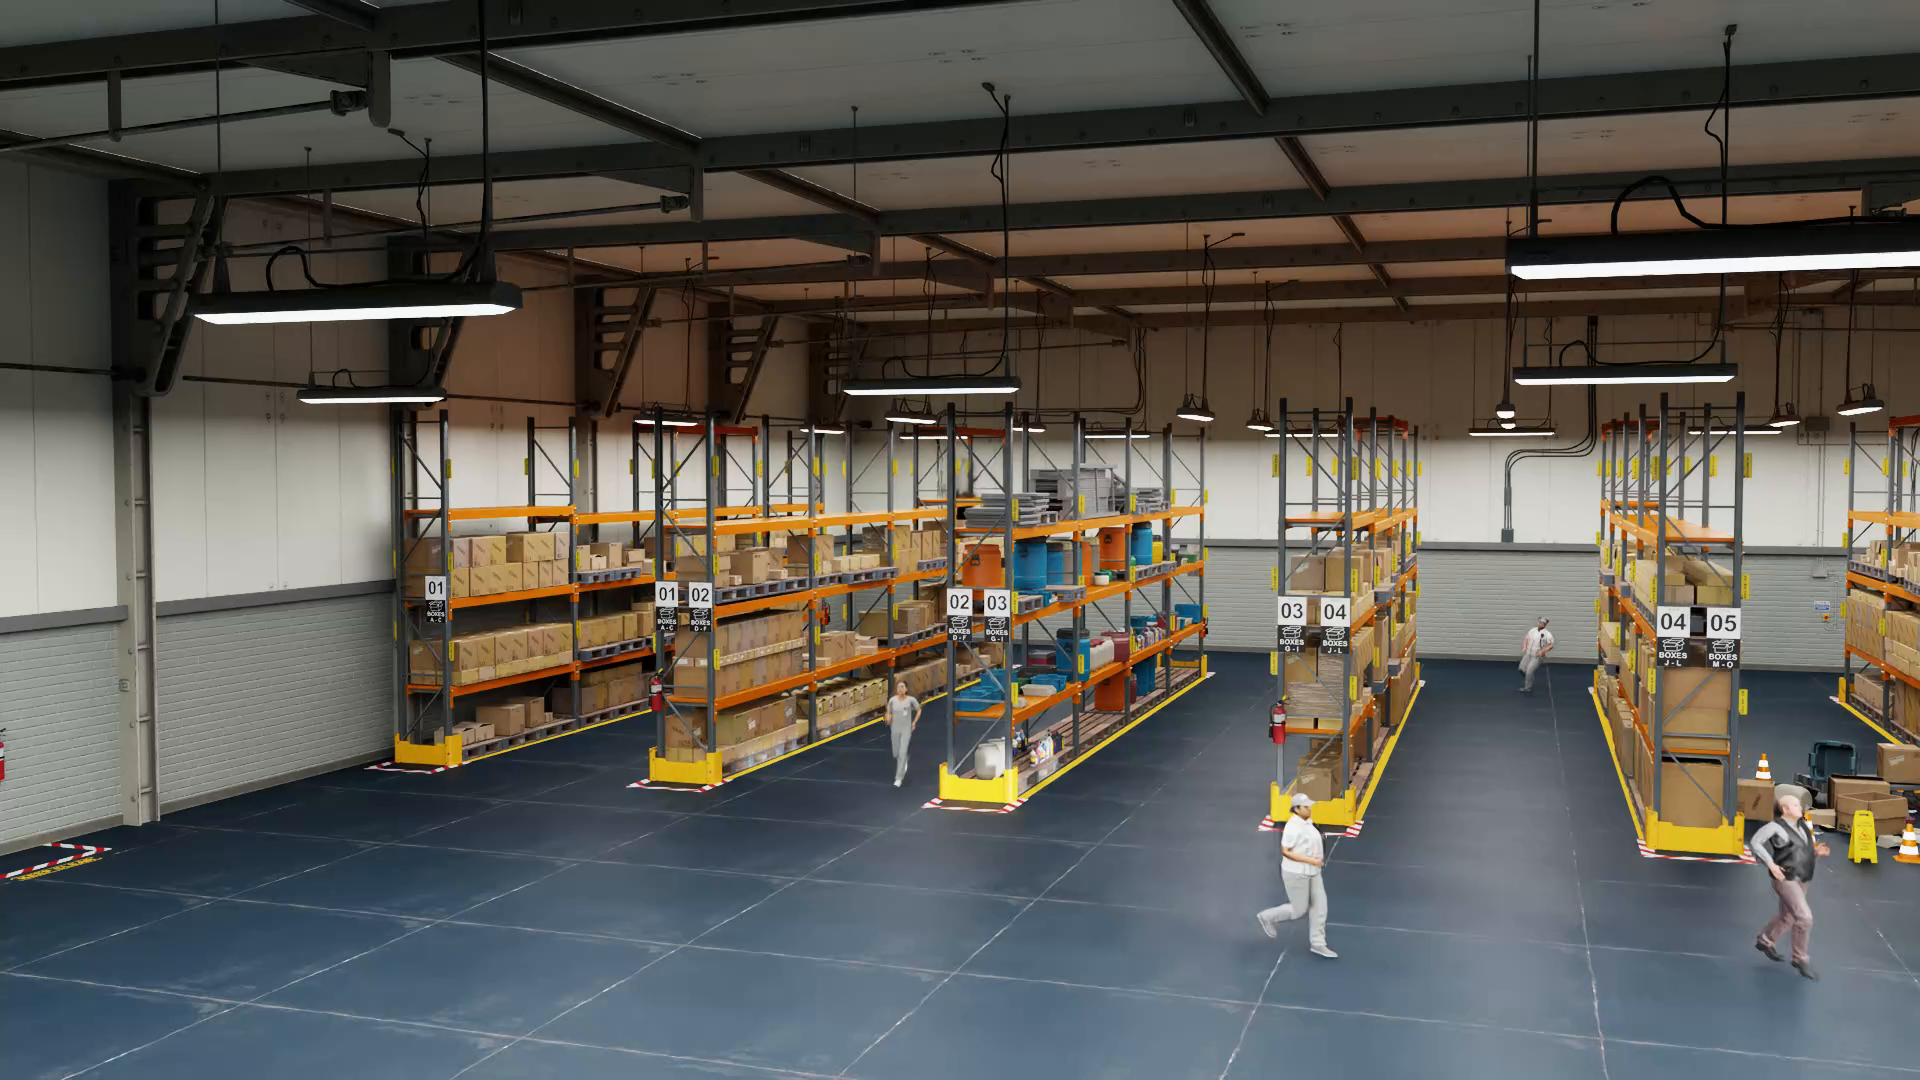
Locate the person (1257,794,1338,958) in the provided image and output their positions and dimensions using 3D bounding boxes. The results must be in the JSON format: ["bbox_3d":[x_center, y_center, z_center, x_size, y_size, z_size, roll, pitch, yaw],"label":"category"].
[{"bbox_3d":[3.507,3.443,17.186,0.849,1.658,0.607,2,3,38],"label":"person"}]

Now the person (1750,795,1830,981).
[{"bbox_3d":[8.264,3.424,16.562,0.642,1.771,0.741,-2,3,-35],"label":"person"}]

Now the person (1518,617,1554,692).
[{"bbox_3d":[12.885,2.557,37.264,0.549,1.695,0.727,-2,3,-36],"label":"person"}]

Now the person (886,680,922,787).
[{"bbox_3d":[-0.911,3.050,26.501,0.568,1.653,0.843,1,2,12],"label":"person"}]
